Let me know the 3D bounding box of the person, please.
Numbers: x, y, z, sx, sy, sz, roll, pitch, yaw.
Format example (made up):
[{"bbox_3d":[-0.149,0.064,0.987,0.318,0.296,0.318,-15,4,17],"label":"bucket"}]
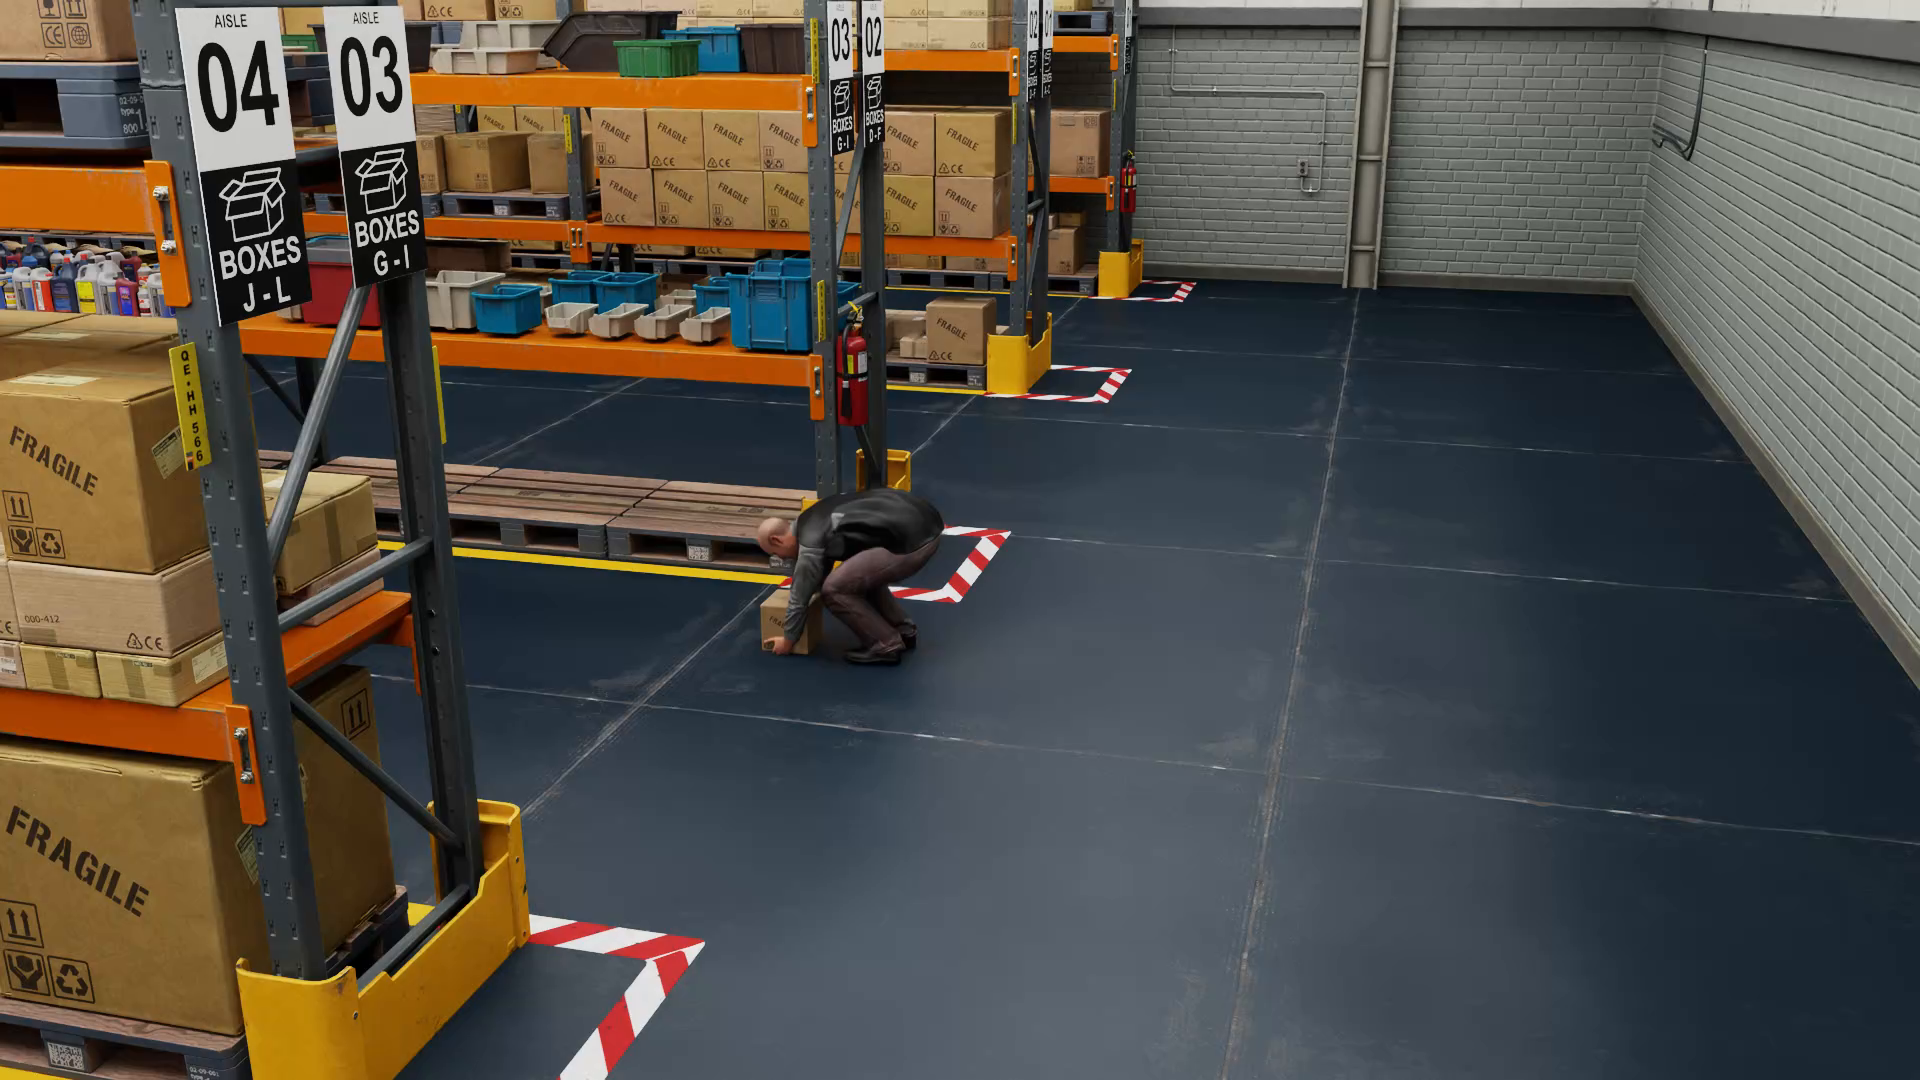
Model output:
[{"bbox_3d":[-0.564,0.166,8.487,0.952,0.884,0.519,4,19,12],"label":"person"}]
